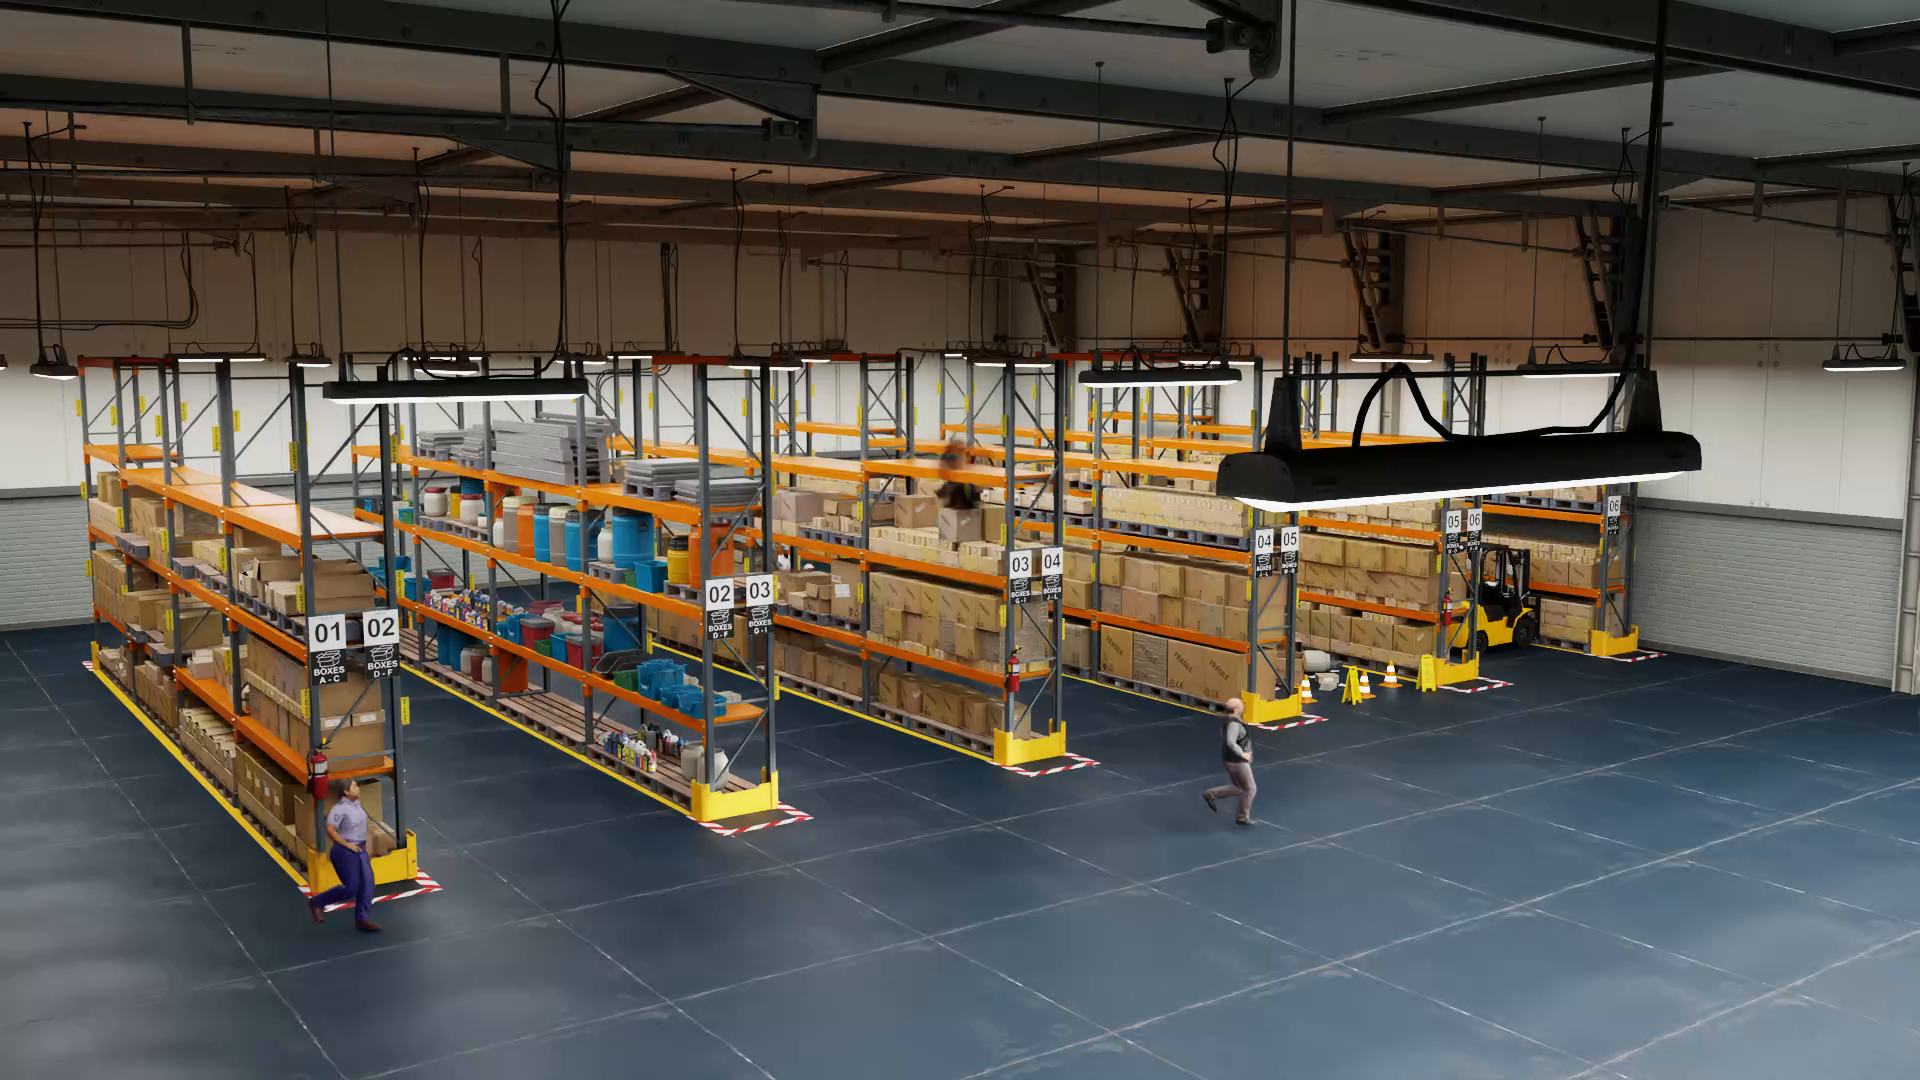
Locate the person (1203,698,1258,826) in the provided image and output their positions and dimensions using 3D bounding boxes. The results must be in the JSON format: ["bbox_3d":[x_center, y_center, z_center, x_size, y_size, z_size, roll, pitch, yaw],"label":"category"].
[{"bbox_3d":[3.544,2.889,21.643,0.722,1.698,0.661,-1,7,-5],"label":"person"}]

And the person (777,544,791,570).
[{"bbox_3d":[-3.917,0.931,37.465,0.577,1.703,0.899,-5,8,-33],"label":"person"}]

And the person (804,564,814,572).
[{"bbox_3d":[-3.135,1.344,34.102,0.673,1.737,0.665,-5,9,-38],"label":"person"}]

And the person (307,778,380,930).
[{"bbox_3d":[-6.574,3.373,17.985,0.717,1.593,0.665,0,7,4],"label":"person"}]
